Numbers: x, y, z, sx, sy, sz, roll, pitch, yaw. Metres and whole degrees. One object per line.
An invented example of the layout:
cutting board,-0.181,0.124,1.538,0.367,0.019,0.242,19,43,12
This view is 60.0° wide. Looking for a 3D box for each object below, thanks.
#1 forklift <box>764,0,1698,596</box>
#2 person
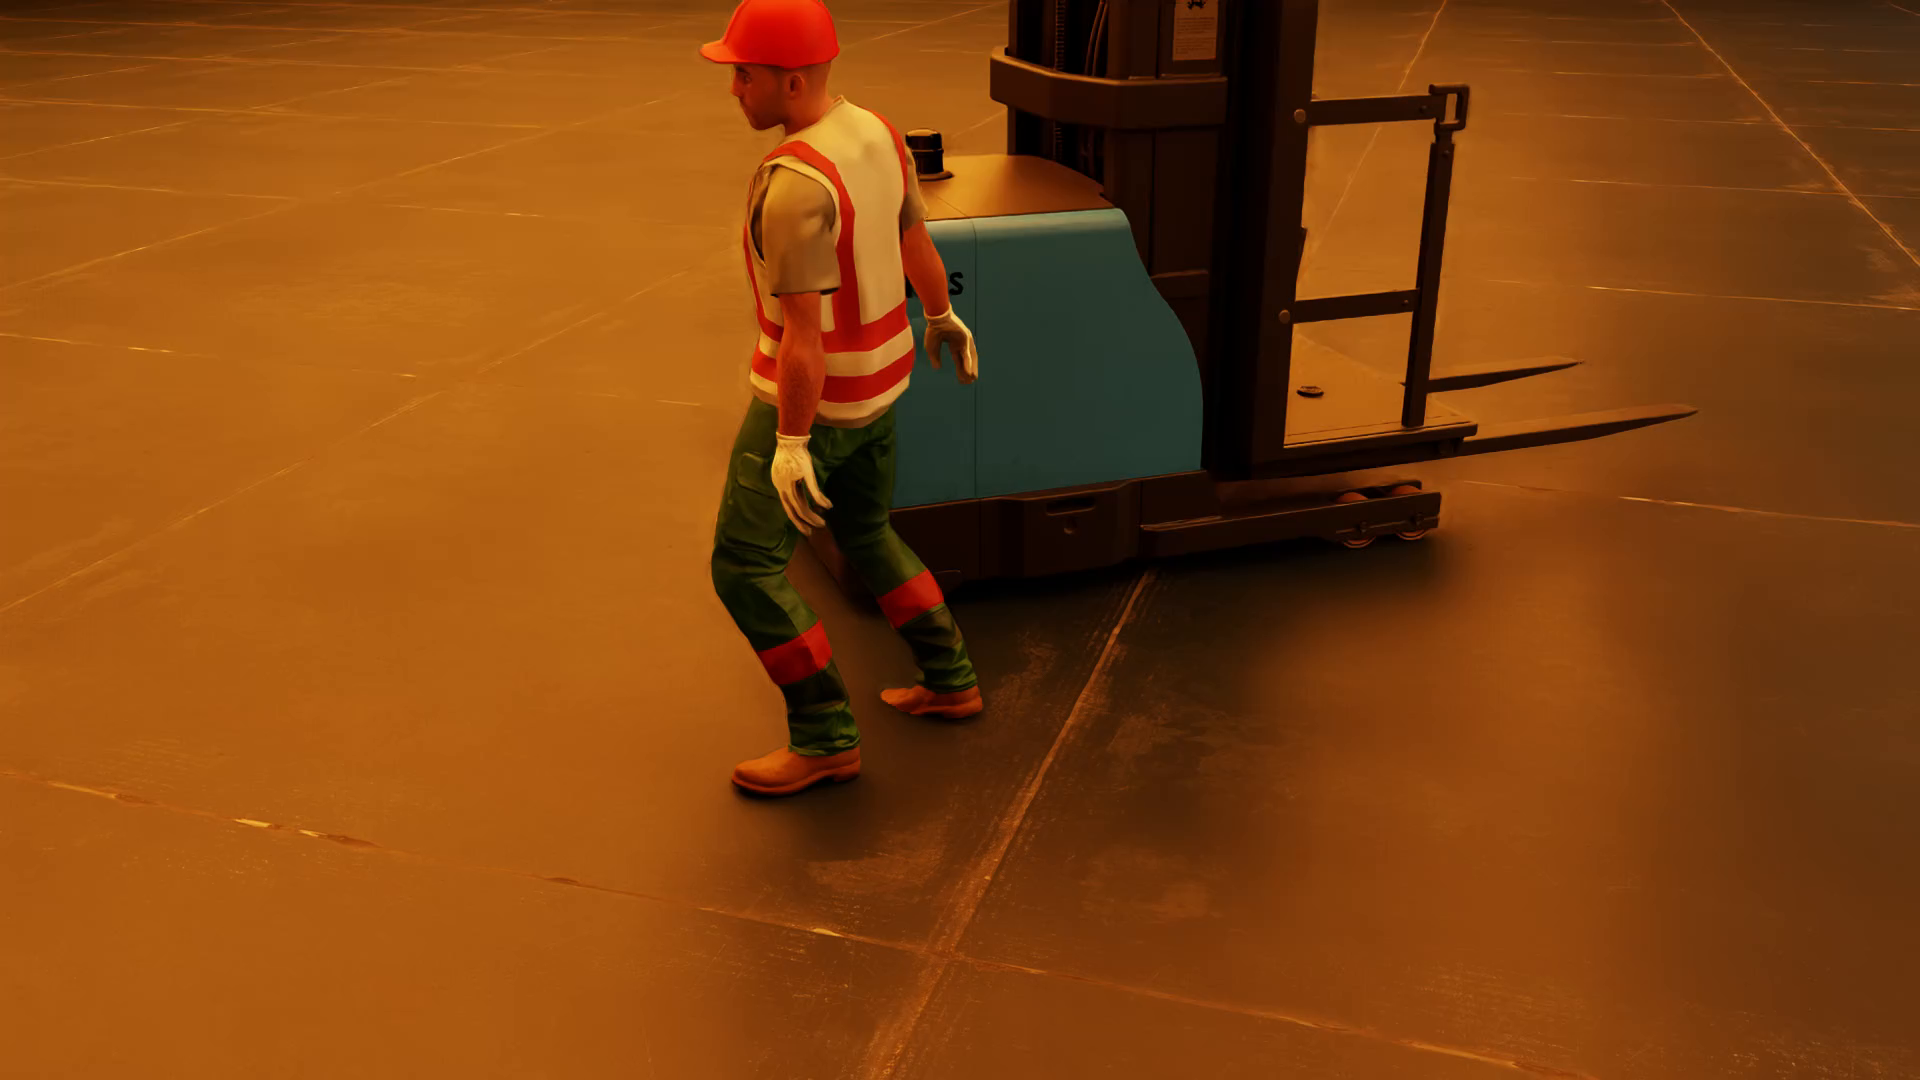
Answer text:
forklift,0.948,-1.511,4.938,3.031,2.935,1.130,-8,24,-18
person,-0.221,-0.334,3.738,0.495,1.749,0.871,10,24,23
